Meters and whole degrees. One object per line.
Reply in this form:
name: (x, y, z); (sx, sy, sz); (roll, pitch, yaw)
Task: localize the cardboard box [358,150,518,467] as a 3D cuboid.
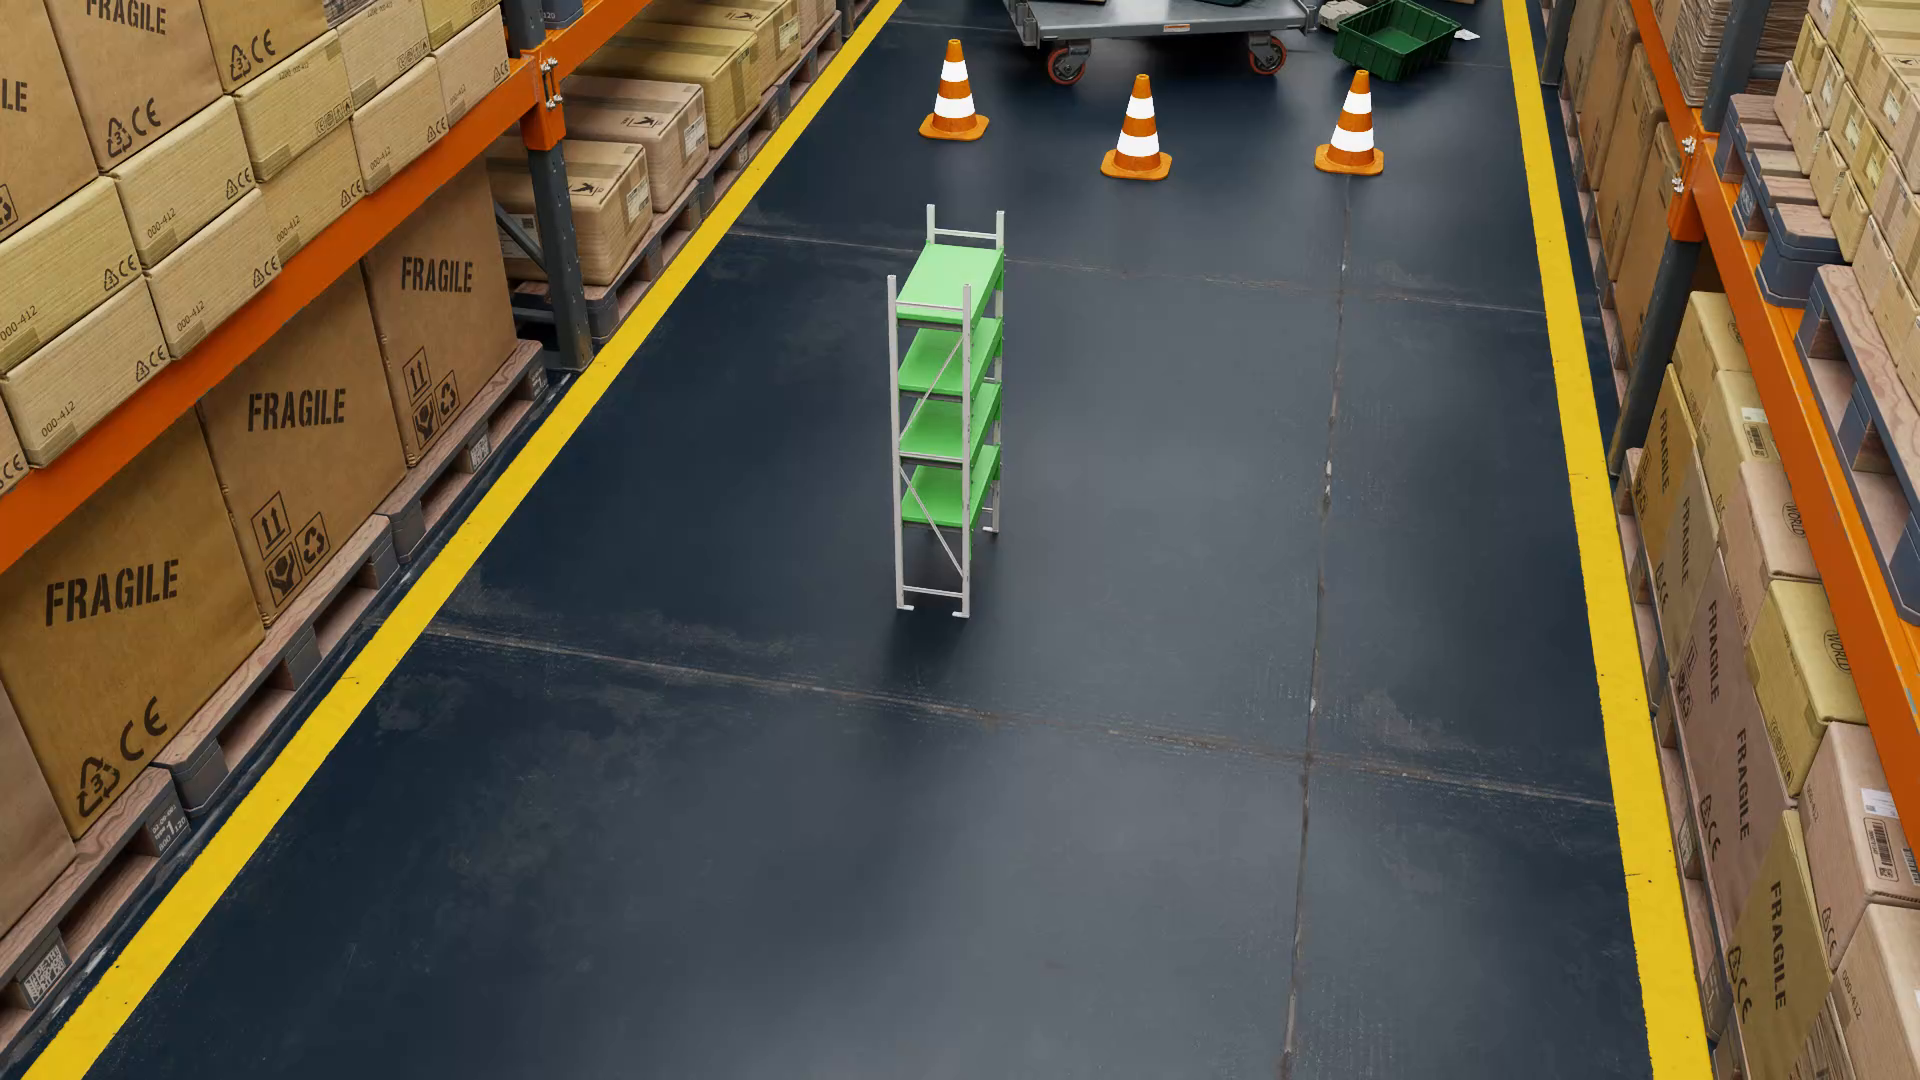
cardboard box: (-2.216, -0.900, 5.889); (0.875, 0.875, 0.875); (7, 37, 10)

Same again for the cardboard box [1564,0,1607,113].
cardboard box: (3.679, -2.599, 8.339); (1.050, 0.750, 0.750); (7, 37, 10)

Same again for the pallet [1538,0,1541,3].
pallet: (4.221, -3.705, 10.683); (1.003, 0.211, 1.213); (7, 37, 10)

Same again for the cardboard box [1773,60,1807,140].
cardboard box: (2.577, -1.251, 4.776); (0.380, 0.149, 0.250); (7, 36, 9)

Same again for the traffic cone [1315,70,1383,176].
traffic cone: (1.963, -2.100, 8.253); (0.336, 0.463, 0.334); (7, 37, 10)

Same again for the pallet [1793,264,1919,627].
pallet: (2.487, -0.196, 3.628); (1.003, 0.211, 1.213); (7, 37, 10)

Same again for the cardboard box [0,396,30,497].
cardboard box: (-2.381, -0.138, 3.512); (0.500, 0.250, 0.500); (6, 36, 9)

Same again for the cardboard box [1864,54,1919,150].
cardboard box: (2.413, -1.036, 3.973); (0.380, 0.149, 0.250); (6, 36, 8)

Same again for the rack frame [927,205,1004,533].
rack frame: (0.017, -0.531, 5.460); (0.240, 1.200, 0.015); (7, 37, 10)

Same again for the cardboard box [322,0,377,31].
cardboard box: (-1.944, -1.797, 4.736); (0.500, 0.500, 0.500); (8, 37, 11)

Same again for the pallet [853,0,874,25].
pallet: (-1.024, -3.530, 10.440); (1.003, 0.211, 1.213); (7, 37, 10)

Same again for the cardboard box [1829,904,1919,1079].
cardboard box: (1.927, 0.959, 3.003); (0.500, 0.250, 0.500); (6, 36, 9)

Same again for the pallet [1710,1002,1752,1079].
pallet: (2.180, 1.562, 3.415); (1.003, 0.211, 1.213); (7, 37, 10)

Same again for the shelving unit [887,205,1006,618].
shelving unit: (-0.035, -0.391, 5.267); (0.258, 1.200, 0.503); (7, 37, 10)

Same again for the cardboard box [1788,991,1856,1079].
cardboard box: (1.927, 1.266, 3.220); (0.500, 0.500, 0.500); (7, 36, 9)

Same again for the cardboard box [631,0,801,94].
cardboard box: (-1.393, -2.662, 8.748); (0.950, 0.372, 0.625); (10, 37, 13)

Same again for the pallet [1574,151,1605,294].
pallet: (3.375, -1.424, 7.535); (1.003, 0.211, 1.213); (7, 37, 10)

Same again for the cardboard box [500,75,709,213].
cardboard box: (-1.707, -1.829, 7.599); (0.950, 0.372, 0.625); (7, 36, 9)

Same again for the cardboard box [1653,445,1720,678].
cardboard box: (2.365, 0.091, 4.841); (0.500, 0.500, 0.500); (8, 37, 11)

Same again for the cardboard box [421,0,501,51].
cardboard box: (-1.843, -1.808, 5.391); (0.500, 0.250, 0.500); (7, 37, 10)

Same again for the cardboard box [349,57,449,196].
cardboard box: (-1.936, -1.298, 5.113); (0.500, 0.250, 0.500); (8, 37, 11)

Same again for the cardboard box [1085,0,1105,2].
cardboard box: (0.612, -3.358, 9.312); (0.500, 0.500, 0.500); (7, 37, 10)

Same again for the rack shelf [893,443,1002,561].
rack shelf: (-0.035, -0.145, 5.445); (0.258, 0.148, 0.480); (7, 37, 10)

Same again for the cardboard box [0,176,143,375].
cardboard box: (-2.255, -0.630, 3.765); (0.500, 0.250, 0.500); (8, 37, 11)

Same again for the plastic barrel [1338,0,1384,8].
plastic barrel: (2.468, -3.506, 10.227); (0.421, 0.421, 0.512); (-24, 42, -30)

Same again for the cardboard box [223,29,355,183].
cardboard box: (-2.038, -1.218, 4.576); (0.500, 0.250, 0.500); (6, 36, 9)

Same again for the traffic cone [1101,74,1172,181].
traffic cone: (0.885, -2.064, 8.204); (0.336, 0.463, 0.334); (7, 37, 10)

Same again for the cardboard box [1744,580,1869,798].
cardboard box: (2.149, 0.362, 3.828); (0.500, 0.250, 0.500); (6, 36, 8)

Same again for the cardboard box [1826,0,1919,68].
cardboard box: (2.527, -1.328, 4.375); (0.380, 0.149, 0.250); (6, 36, 9)

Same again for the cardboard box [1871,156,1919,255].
cardboard box: (2.353, -0.754, 3.837); (0.380, 0.149, 0.250); (7, 37, 10)

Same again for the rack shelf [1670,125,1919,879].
rack shelf: (2.443, 0.024, 3.773); (1.077, 0.370, 4.000); (7, 37, 10)

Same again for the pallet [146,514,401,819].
pallet: (-2.492, 0.293, 5.166); (1.003, 0.211, 1.213); (7, 37, 10)

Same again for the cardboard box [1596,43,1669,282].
cardboard box: (3.271, -1.512, 6.840); (1.050, 0.750, 0.750); (8, 37, 11)

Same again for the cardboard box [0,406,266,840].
cardboard box: (-2.602, 0.123, 4.477); (0.875, 0.875, 0.875); (8, 37, 11)

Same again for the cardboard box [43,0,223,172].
cardboard box: (-2.172, -1.224, 3.946); (0.500, 0.500, 0.500); (7, 36, 9)

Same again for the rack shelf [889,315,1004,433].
rack shelf: (-0.035, -0.534, 5.164); (0.258, 0.148, 0.480); (7, 37, 10)

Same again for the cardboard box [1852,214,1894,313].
cardboard box: (2.352, -0.634, 3.925); (0.380, 0.149, 0.250); (8, 37, 11)

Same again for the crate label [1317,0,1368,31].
crate label: (2.302, -3.132, 9.955); (0.298, 0.136, 0.250); (-17, 39, -22)

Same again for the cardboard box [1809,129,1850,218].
cardboard box: (2.462, -0.942, 4.350); (0.380, 0.149, 0.250); (9, 37, 12)

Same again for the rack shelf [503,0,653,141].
rack shelf: (-1.560, -2.831, 7.714); (1.077, 0.370, 4.000); (7, 37, 10)

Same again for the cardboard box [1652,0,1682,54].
cardboard box: (2.812, -2.032, 5.912); (0.500, 0.500, 0.500); (7, 37, 10)

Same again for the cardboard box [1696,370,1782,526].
cardboard box: (2.378, -0.219, 4.630); (0.500, 0.250, 0.500); (7, 37, 9)

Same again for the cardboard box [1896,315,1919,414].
cardboard box: (2.239, -0.341, 3.521); (0.380, 0.149, 0.250); (6, 36, 8)

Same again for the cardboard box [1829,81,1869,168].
cardboard box: (2.461, -1.041, 4.233); (0.380, 0.149, 0.250); (6, 36, 9)

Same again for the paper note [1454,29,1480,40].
paper note: (2.983, -3.004, 9.868); (0.147, 0.020, 0.142); (-17, 39, -22)

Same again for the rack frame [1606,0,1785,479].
rack frame: (2.870, -1.414, 5.144); (1.000, 3.000, 0.127); (7, 37, 10)

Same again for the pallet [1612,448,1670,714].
pallet: (2.701, 0.163, 5.345); (1.003, 0.211, 1.213); (7, 37, 10)

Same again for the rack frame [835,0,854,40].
rack frame: (-1.133, -4.269, 9.085); (1.000, 3.000, 0.127); (7, 37, 10)

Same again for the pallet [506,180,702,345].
pallet: (-1.819, -1.295, 7.357); (1.003, 0.211, 1.213); (7, 37, 10)

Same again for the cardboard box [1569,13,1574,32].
cardboard box: (3.927, -3.368, 9.294); (0.875, 0.875, 0.875); (8, 37, 11)

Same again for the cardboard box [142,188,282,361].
cardboard box: (-2.140, -0.715, 4.309); (0.500, 0.250, 0.500); (7, 36, 9)

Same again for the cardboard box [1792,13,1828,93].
cardboard box: (2.570, -1.351, 4.660); (0.380, 0.149, 0.250); (9, 37, 12)

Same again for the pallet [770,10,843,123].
pallet: (-1.298, -2.694, 9.287); (1.003, 0.211, 1.213); (7, 37, 10)

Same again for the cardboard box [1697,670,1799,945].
cardboard box: (2.151, 0.678, 4.030); (0.500, 0.500, 0.500); (7, 36, 9)
